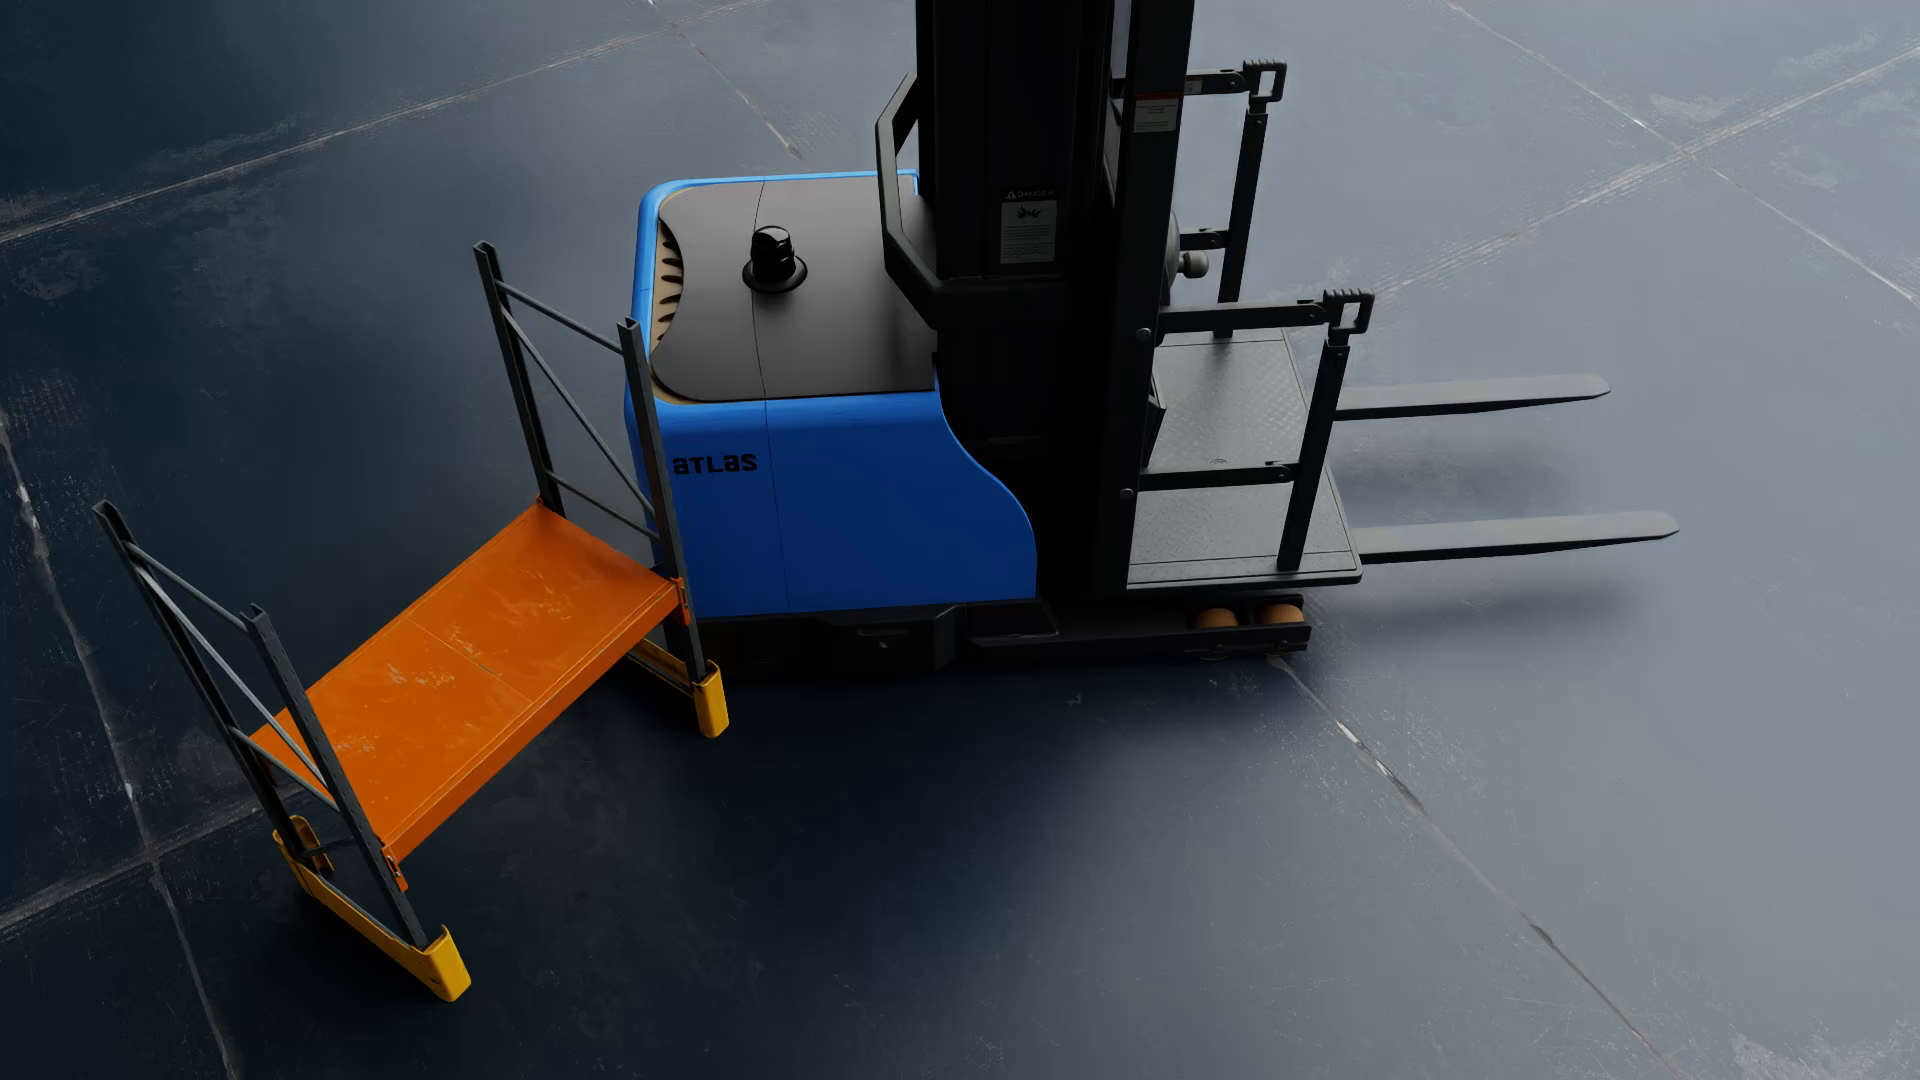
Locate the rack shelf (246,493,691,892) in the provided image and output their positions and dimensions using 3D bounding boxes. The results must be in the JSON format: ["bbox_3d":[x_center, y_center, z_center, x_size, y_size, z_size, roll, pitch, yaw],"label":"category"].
[{"bbox_3d":[-1.215,0.347,4.177,0.538,0.185,1.000,28,54,23],"label":"rack shelf"}]

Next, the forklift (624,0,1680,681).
[{"bbox_3d":[0.622,-1.012,4.189,3.031,2.935,1.130,-3,48,-3],"label":"forklift"}]

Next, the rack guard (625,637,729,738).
[{"bbox_3d":[-0.918,0.336,4.783,0.587,0.250,0.087,28,54,23],"label":"rack guard"}]

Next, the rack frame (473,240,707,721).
[{"bbox_3d":[-0.917,-0.080,4.317,0.500,1.500,0.032,28,54,23],"label":"rack frame"}]

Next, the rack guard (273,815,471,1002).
[{"bbox_3d":[-1.501,0.939,4.246,0.587,0.250,0.087,28,54,23],"label":"rack guard"}]

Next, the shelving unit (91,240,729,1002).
[{"bbox_3d":[-1.209,0.222,4.048,0.587,1.500,1.083,28,54,23],"label":"shelving unit"}]

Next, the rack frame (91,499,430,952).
[{"bbox_3d":[-1.513,0.535,3.769,0.500,1.500,0.032,28,54,23],"label":"rack frame"}]
